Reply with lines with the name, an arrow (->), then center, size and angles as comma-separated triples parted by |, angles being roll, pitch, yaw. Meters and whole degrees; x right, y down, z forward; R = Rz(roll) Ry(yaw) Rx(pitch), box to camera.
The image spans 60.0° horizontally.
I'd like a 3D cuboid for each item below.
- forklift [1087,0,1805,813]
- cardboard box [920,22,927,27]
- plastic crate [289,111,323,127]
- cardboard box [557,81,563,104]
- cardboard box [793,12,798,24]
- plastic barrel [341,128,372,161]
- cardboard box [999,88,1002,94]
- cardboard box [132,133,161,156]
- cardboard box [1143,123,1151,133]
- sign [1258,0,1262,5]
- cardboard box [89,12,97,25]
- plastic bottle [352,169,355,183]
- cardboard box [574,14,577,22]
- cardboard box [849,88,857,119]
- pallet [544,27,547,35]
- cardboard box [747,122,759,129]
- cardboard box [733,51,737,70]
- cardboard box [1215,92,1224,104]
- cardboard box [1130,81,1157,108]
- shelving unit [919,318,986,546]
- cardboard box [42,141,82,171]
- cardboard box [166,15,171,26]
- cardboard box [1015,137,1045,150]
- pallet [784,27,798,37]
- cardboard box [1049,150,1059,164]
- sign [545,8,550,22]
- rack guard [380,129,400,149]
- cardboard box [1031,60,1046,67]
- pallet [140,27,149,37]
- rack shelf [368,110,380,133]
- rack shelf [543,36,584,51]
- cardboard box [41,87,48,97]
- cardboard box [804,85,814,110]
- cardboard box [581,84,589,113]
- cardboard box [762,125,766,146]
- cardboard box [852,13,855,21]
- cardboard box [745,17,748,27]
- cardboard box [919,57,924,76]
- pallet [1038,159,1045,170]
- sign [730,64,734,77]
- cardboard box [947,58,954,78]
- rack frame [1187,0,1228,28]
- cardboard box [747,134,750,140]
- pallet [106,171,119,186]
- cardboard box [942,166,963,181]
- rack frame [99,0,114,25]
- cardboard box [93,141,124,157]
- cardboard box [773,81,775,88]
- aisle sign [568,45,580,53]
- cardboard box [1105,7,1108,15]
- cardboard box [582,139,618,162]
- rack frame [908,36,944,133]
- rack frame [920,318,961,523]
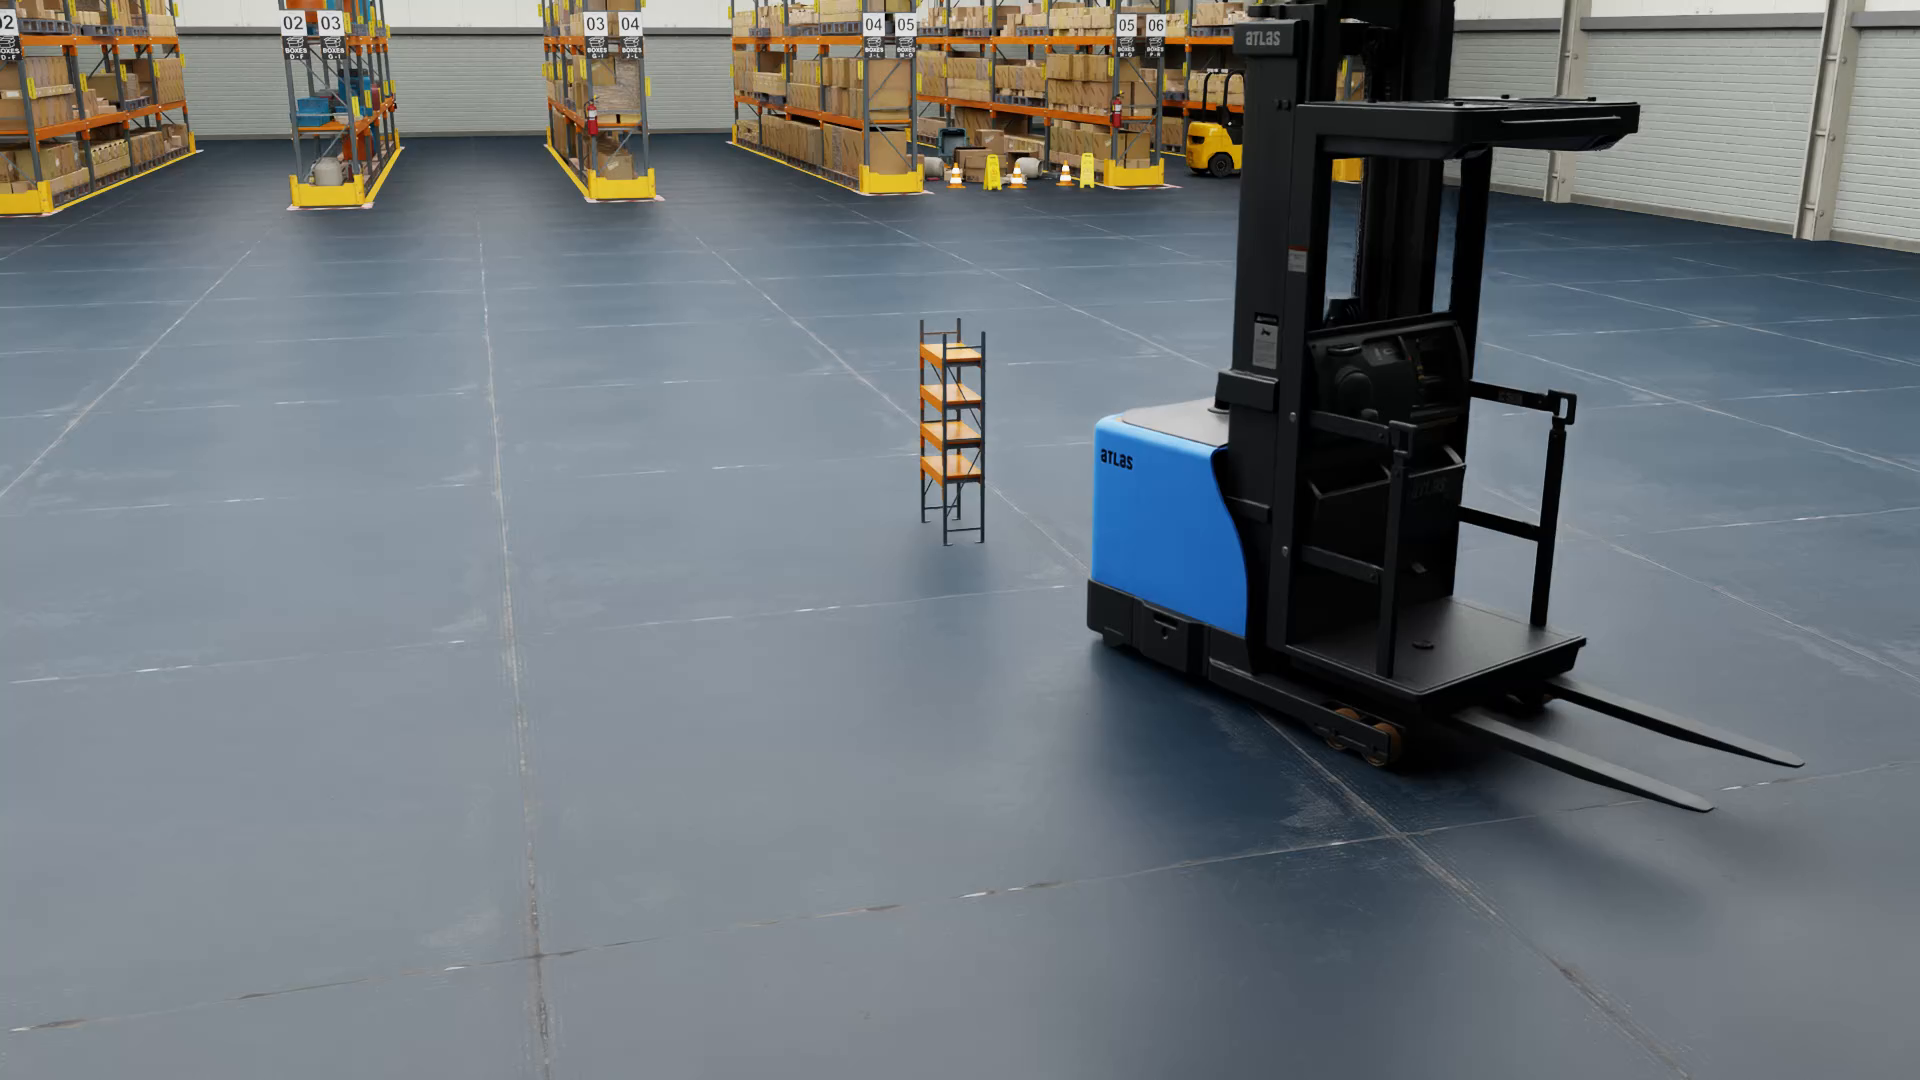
forklift -> 1.881, -0.678, 6.614 | 1.130, 2.935, 3.031 | -12, 21, -35
cardboard box -> -0.884, -14.077, 45.421 | 0.380, 0.149, 0.250 | -4, 17, -13
plastic crate -> -11.280, -7.274, 28.712 | 0.499, 0.251, 0.616 | -5, 17, -15
cardboard box -> -9.228, -10.565, 39.235 | 0.500, 0.500, 0.500 | -5, 17, -17
cardboard box -> -3.369, -11.456, 36.521 | 0.500, 0.250, 0.500 | -4, 17, -14
plastic barrel -> -13.204, -8.739, 36.373 | 0.600, 0.830, 0.708 | -5, 17, -15
cardboard box -> 1.148, -10.594, 39.214 | 0.380, 0.149, 0.250 | -6, 18, -18
cardboard box -> -18.378, -8.921, 37.518 | 0.500, 0.500, 0.500 | -5, 17, -15
cardboard box -> 5.115, -10.686, 43.426 | 0.500, 0.500, 0.500 | -5, 17, -17
sign -> 6.589, -11.695, 36.510 | 0.100, 0.325, 0.005 | -5, 17, -15
cardboard box -> -17.477, -10.354, 33.023 | 0.500, 0.250, 0.500 | -4, 17, -14
plastic bottle -> -11.054, -6.660, 30.389 | 0.097, 0.271, 0.097 | 0, 17, 0
cardboard box -> -7.108, -9.880, 31.482 | 0.380, 0.149, 0.250 | -5, 17, -16
cardboard box -> -1.614, -8.307, 31.633 | 0.875, 0.550, 0.550 | -5, 17, -15
pallet -> -10.276, -13.237, 43.246 | 1.003, 0.211, 1.213 | -5, 17, -15
cardboard box -> -5.371, -10.859, 43.579 | 0.380, 0.149, 0.250 | -5, 18, -17
cardboard box -> -5.825, -12.936, 44.874 | 0.500, 0.500, 0.500 | -5, 17, -16
cardboard box -> 6.318, -10.373, 39.030 | 0.500, 0.250, 0.500 | -4, 17, -13
cardboard box -> 3.572, -8.749, 32.672 | 0.500, 0.500, 0.500 | -5, 17, -16
shelving unit -> -0.045, -0.620, 9.432 | 0.258, 1.200, 0.503 | -5, 17, -15
cardboard box -> -16.254, -6.939, 30.086 | 0.500, 0.500, 0.500 | -5, 17, -15
cardboard box -> -19.492, -12.609, 40.393 | 0.500, 0.250, 0.500 | -5, 17, -15
cardboard box -> 1.796, -8.990, 38.004 | 0.950, 0.372, 0.625 | -4, 17, -13
pallet -> -3.267, -11.371, 37.208 | 1.213, 0.211, 1.003 | -4, 17, -13
cardboard box -> 2.239, -8.211, 35.624 | 0.500, 0.250, 0.500 | -6, 18, -18
sign -> -9.924, -12.619, 39.997 | 0.100, 0.325, 0.005 | -5, 17, -15
rack guard -> -15.271, -10.464, 43.420 | 1.175, 0.500, 0.348 | -5, 17, -15
cardboard box -> 1.790, -10.513, 36.689 | 0.380, 0.149, 0.250 | -5, 17, -17
pallet -> -18.805, -11.320, 37.035 | 1.213, 0.211, 1.003 | -5, 17, -15
rack shelf -> -12.504, -8.545, 33.937 | 1.077, 0.370, 4.000 | -5, 17, -15
rack shelf -> -9.940, -12.586, 42.176 | 1.077, 0.370, 4.000 | -5, 17, -15
cardboard box -> -15.875, -7.680, 28.504 | 0.380, 0.149, 0.250 | -5, 17, -16
cardboard box -> -3.073, -9.543, 35.834 | 0.500, 0.500, 0.500 | -5, 17, -15
cardboard box -> -6.470, -8.095, 30.497 | 0.875, 0.500, 0.500 | -5, 17, -15
cardboard box -> -4.646, -10.084, 41.423 | 0.500, 0.500, 0.500 | -4, 17, -13
cardboard box -> -1.782, -9.686, 30.803 | 0.380, 0.149, 0.250 | -5, 17, -15
cardboard box -> -5.245, -13.306, 42.712 | 0.500, 0.250, 0.500 | -4, 17, -13
cardboard box -> -0.806, -12.918, 45.333 | 0.500, 0.500, 0.500 | -5, 17, -16
pallet -> 2.121, -8.392, 37.021 | 1.003, 0.211, 1.213 | -5, 17, -15
sign -> -6.215, -12.783, 45.290 | 0.100, 0.325, 0.005 | -5, 17, -15
cardboard box -> -0.018, -12.107, 42.631 | 0.500, 0.500, 0.500 | -4, 17, -15
rack frame -> 6.009, -13.885, 40.034 | 1.000, 3.000, 0.127 | -5, 17, -15
cardboard box -> -5.419, -10.650, 43.920 | 0.380, 0.149, 0.250 | -5, 17, -15
pallet -> -17.297, -7.149, 32.886 | 1.003, 0.211, 1.213 | -5, 17, -15
cardboard box -> -0.152, -7.453, 33.803 | 0.396, 0.266, 0.258 | -2, 17, -6
rack frame -> -17.817, -11.926, 33.512 | 1.000, 3.000, 0.127 | -5, 17, -15
cardboard box -> -17.287, -7.937, 33.735 | 0.500, 0.311, 0.500 | -5, 17, -16
cardboard box -> -4.143, -10.597, 38.704 | 0.380, 0.149, 0.250 | -4, 17, -13
aisle sign -> -10.221, -13.336, 44.117 | 0.394, 0.787, 0.004 | -5, 17, -15
cardboard box -> 3.025, -10.248, 32.191 | 0.380, 0.149, 0.250 | -4, 17, -14
cardboard box -> -7.607, -8.202, 35.122 | 0.700, 0.500, 0.500 | -6, 18, -20
rack frame -> -0.961, -12.831, 46.954 | 1.000, 3.000, 0.127 | -5, 17, -15
rack frame -> -0.113, -0.688, 9.657 | 0.240, 1.200, 0.015 | -5, 17, -15
